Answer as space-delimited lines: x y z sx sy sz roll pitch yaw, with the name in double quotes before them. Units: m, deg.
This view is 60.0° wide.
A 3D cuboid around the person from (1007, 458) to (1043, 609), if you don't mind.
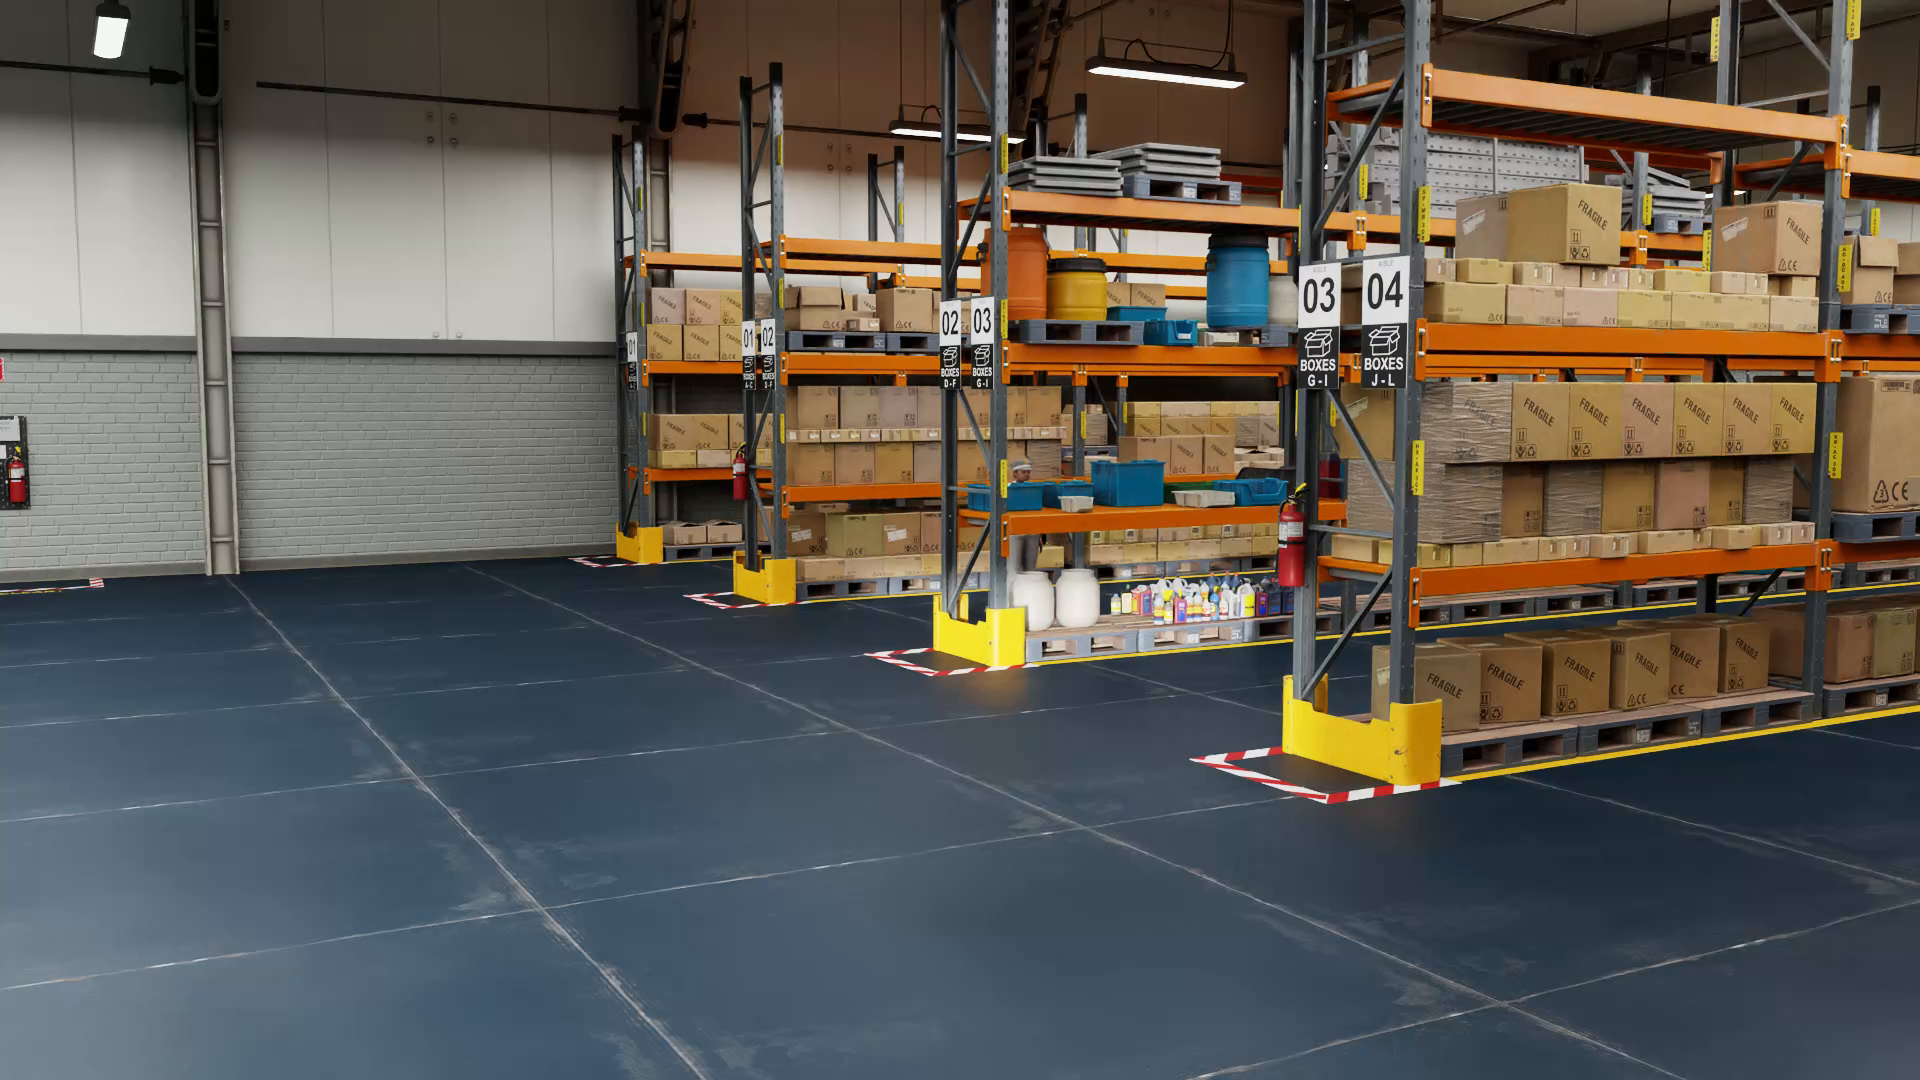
"person" 0.675 -0.003 17.510 0.451 1.724 0.391 -3 6 -28
